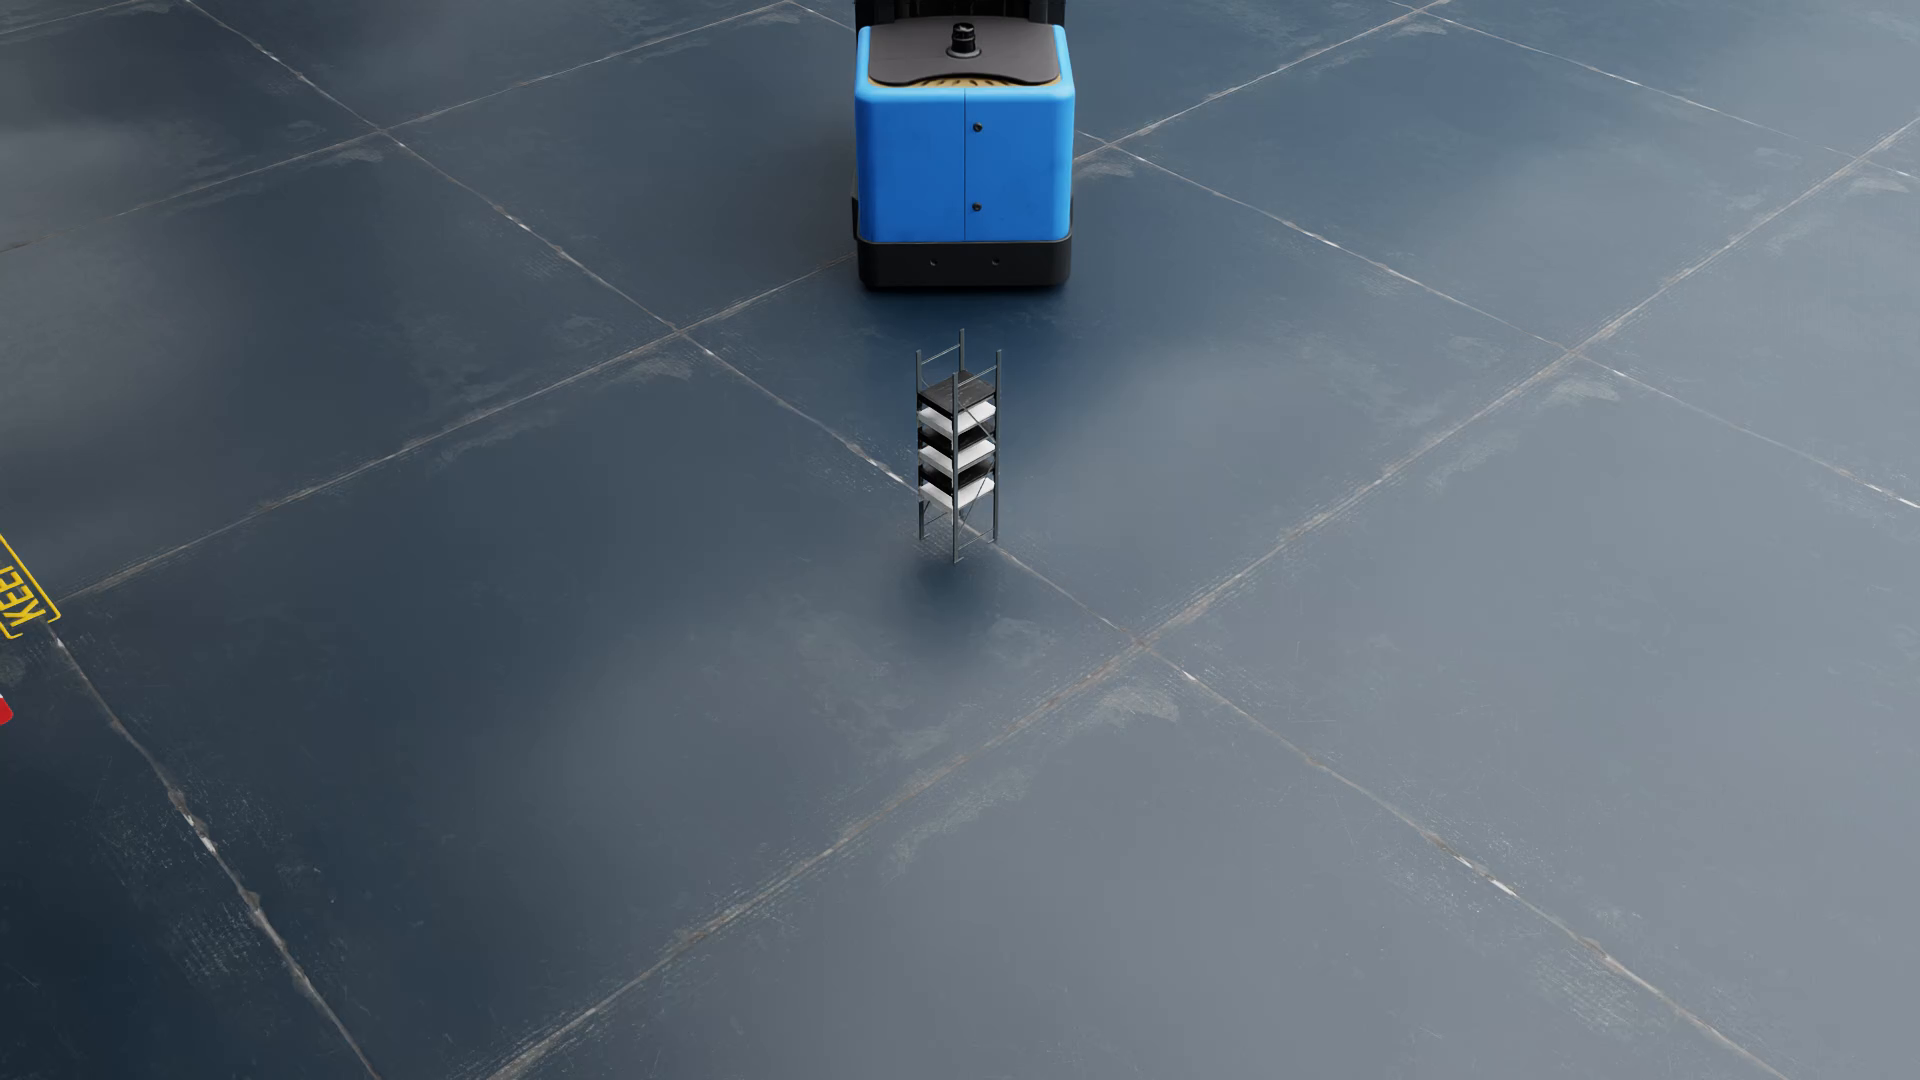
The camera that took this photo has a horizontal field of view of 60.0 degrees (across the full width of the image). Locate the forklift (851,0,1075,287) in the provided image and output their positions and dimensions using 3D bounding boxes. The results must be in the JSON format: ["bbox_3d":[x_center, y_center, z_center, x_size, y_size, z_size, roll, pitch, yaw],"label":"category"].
[{"bbox_3d":[-0.005,-3.285,8.485,1.130,2.935,3.031,-1,39,-1],"label":"forklift"}]

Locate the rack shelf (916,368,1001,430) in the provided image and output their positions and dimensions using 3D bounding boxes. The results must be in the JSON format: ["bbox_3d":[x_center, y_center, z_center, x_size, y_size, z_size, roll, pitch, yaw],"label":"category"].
[{"bbox_3d":[-0.005,-0.538,6.323,0.258,0.077,0.200,-30,48,-32],"label":"rack shelf"}]

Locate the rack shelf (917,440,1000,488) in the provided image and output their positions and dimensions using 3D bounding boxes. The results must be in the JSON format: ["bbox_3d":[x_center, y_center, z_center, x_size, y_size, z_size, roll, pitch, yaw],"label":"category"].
[{"bbox_3d":[-0.005,-0.328,6.493,0.258,0.077,0.200,-30,48,-32],"label":"rack shelf"}]

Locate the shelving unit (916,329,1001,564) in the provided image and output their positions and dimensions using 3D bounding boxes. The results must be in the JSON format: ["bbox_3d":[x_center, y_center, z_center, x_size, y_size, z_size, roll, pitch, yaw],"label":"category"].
[{"bbox_3d":[-0.005,-0.354,6.472,0.258,0.900,0.210,-30,48,-32],"label":"shelving unit"}]

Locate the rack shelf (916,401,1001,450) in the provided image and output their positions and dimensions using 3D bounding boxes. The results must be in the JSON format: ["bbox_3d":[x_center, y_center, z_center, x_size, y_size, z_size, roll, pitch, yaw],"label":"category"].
[{"bbox_3d":[-0.005,-0.468,6.380,0.258,0.077,0.200,-30,48,-32],"label":"rack shelf"}]

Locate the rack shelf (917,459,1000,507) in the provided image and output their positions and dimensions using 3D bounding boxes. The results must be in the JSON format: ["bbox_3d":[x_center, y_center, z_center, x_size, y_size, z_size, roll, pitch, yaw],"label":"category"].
[{"bbox_3d":[-0.005,-0.258,6.549,0.258,0.077,0.200,-30,48,-32],"label":"rack shelf"}]

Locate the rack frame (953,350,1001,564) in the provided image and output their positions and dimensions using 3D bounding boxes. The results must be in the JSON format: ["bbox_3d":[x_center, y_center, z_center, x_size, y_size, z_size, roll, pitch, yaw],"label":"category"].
[{"bbox_3d":[0.063,-0.307,6.414,0.240,0.900,0.006,-30,48,-32],"label":"rack frame"}]

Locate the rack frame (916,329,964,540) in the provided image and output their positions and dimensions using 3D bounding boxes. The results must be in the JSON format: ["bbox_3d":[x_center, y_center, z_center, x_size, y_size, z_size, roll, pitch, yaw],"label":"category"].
[{"bbox_3d":[-0.074,-0.401,6.530,0.240,0.900,0.006,-30,48,-32],"label":"rack frame"}]

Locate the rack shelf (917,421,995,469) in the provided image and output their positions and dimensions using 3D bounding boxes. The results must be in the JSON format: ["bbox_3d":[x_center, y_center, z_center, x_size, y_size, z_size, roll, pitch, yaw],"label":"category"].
[{"bbox_3d":[-0.005,-0.398,6.436,0.258,0.077,0.200,-30,48,-32],"label":"rack shelf"}]

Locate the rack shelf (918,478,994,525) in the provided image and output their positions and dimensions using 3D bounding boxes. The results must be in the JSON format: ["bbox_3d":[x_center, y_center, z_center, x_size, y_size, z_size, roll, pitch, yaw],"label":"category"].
[{"bbox_3d":[-0.005,-0.188,6.606,0.258,0.077,0.200,-30,48,-32],"label":"rack shelf"}]
